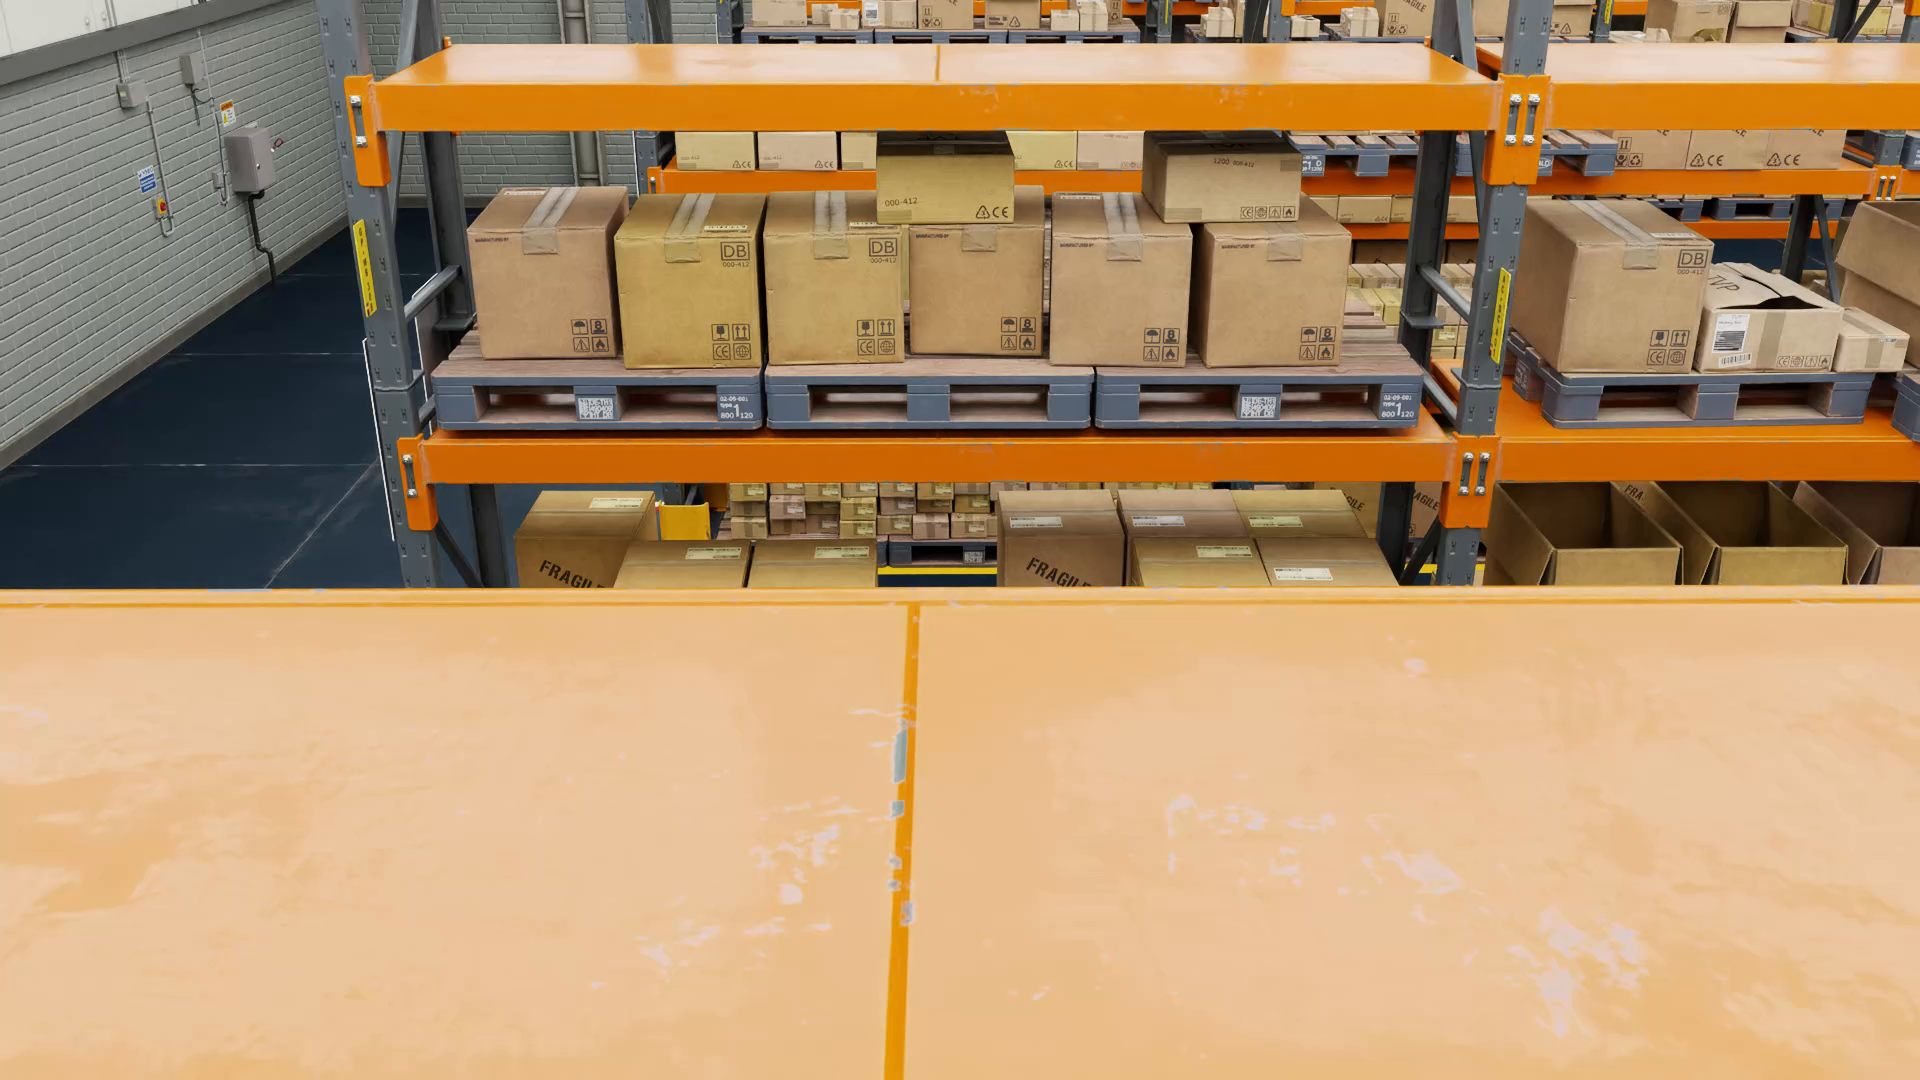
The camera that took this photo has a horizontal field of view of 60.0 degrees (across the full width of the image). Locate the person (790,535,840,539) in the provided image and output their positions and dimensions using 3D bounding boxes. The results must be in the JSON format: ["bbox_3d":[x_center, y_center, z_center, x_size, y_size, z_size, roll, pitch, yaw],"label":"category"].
[{"bbox_3d":[-0.821,0.573,9.501,0.491,1.190,1.038,-1,24,-2],"label":"person"}]
